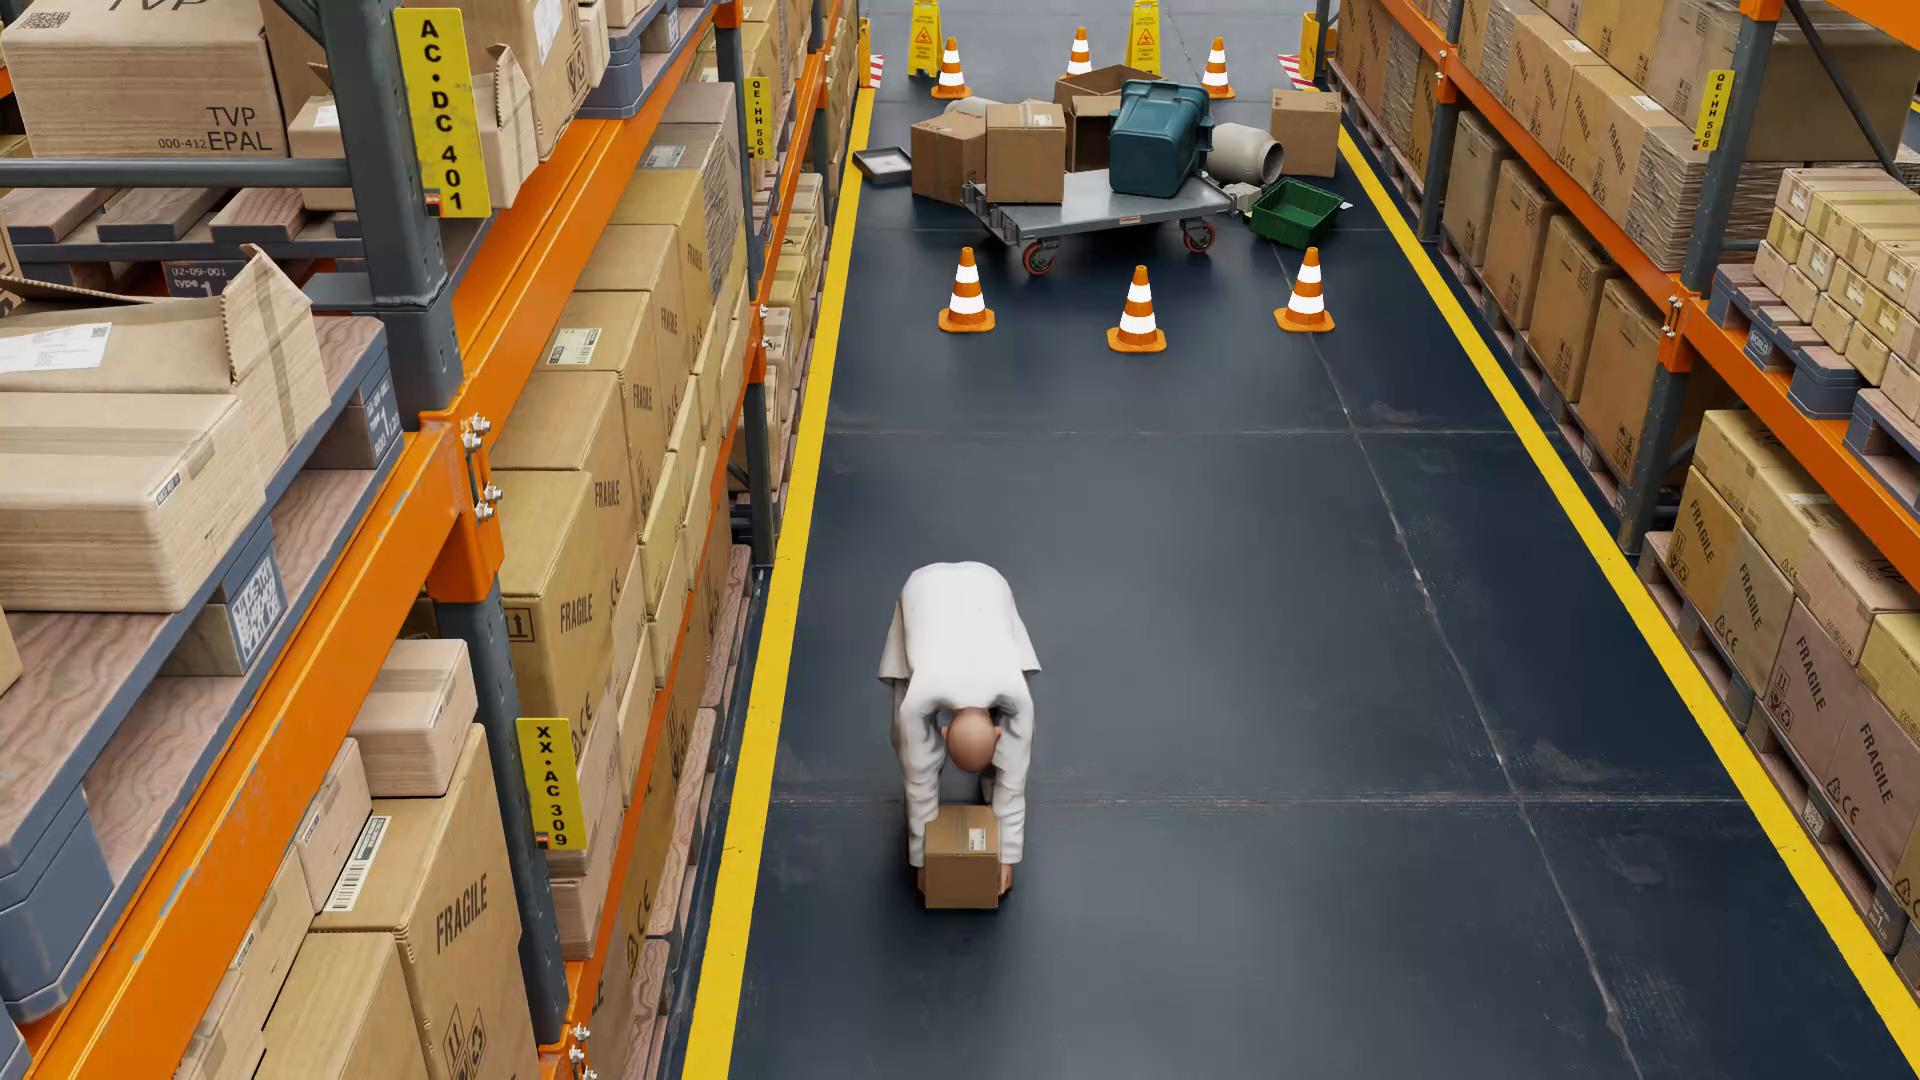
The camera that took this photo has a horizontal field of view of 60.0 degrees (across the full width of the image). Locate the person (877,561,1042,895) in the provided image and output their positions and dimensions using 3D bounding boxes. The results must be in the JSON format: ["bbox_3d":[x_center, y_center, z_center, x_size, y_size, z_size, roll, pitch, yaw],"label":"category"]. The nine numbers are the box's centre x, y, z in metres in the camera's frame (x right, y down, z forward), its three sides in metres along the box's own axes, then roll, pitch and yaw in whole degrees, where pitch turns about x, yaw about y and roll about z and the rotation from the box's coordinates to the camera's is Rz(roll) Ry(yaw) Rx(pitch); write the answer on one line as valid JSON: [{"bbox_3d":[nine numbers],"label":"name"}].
[{"bbox_3d":[0.005,0.633,5.881,0.594,0.966,0.944,-2,31,-3],"label":"person"}]
